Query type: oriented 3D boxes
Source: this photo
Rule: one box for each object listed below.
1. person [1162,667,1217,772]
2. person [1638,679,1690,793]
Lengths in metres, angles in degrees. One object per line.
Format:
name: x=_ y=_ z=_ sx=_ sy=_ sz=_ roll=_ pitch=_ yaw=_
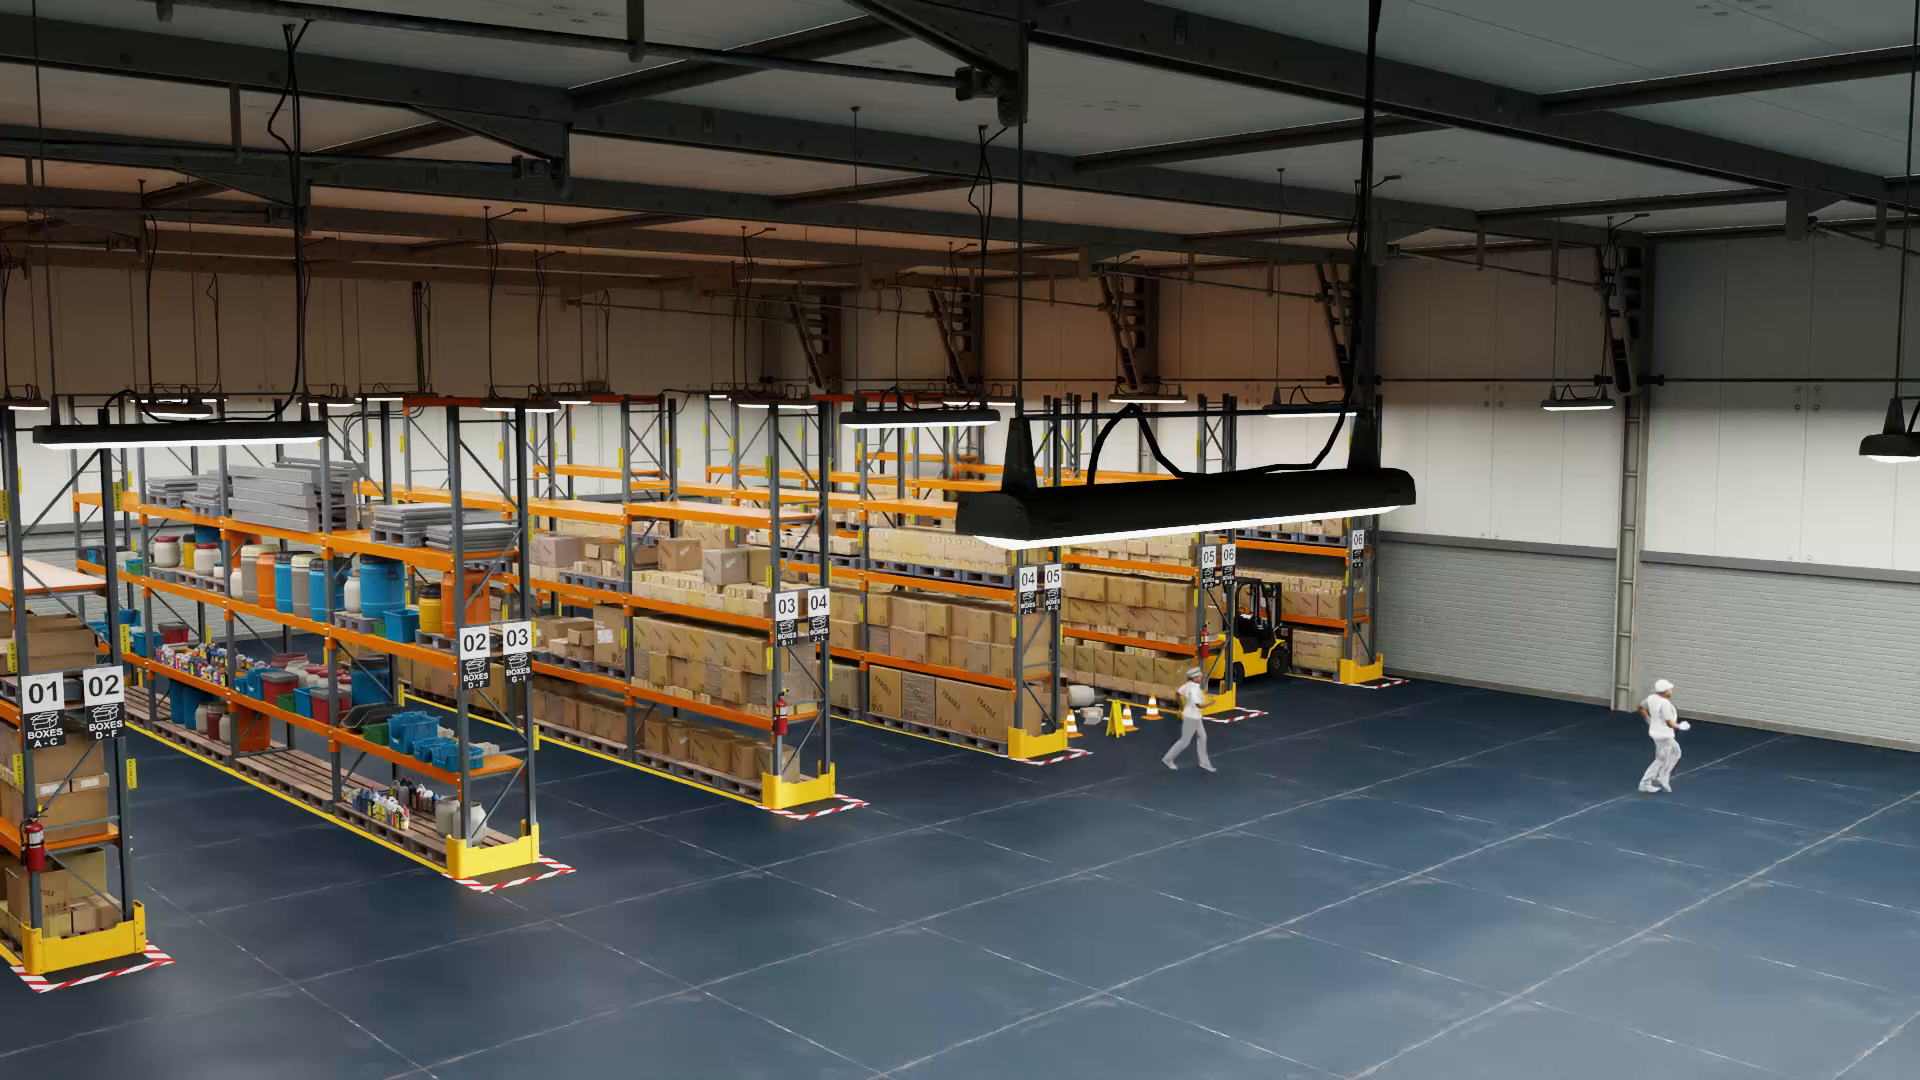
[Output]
person: x=3.711 y=2.891 z=26.730 sx=0.862 sy=1.714 sz=0.557 roll=0 pitch=6 yaw=3
person: x=10.759 y=3.007 z=25.437 sx=0.705 sy=1.782 sz=0.693 roll=0 pitch=6 yaw=5
